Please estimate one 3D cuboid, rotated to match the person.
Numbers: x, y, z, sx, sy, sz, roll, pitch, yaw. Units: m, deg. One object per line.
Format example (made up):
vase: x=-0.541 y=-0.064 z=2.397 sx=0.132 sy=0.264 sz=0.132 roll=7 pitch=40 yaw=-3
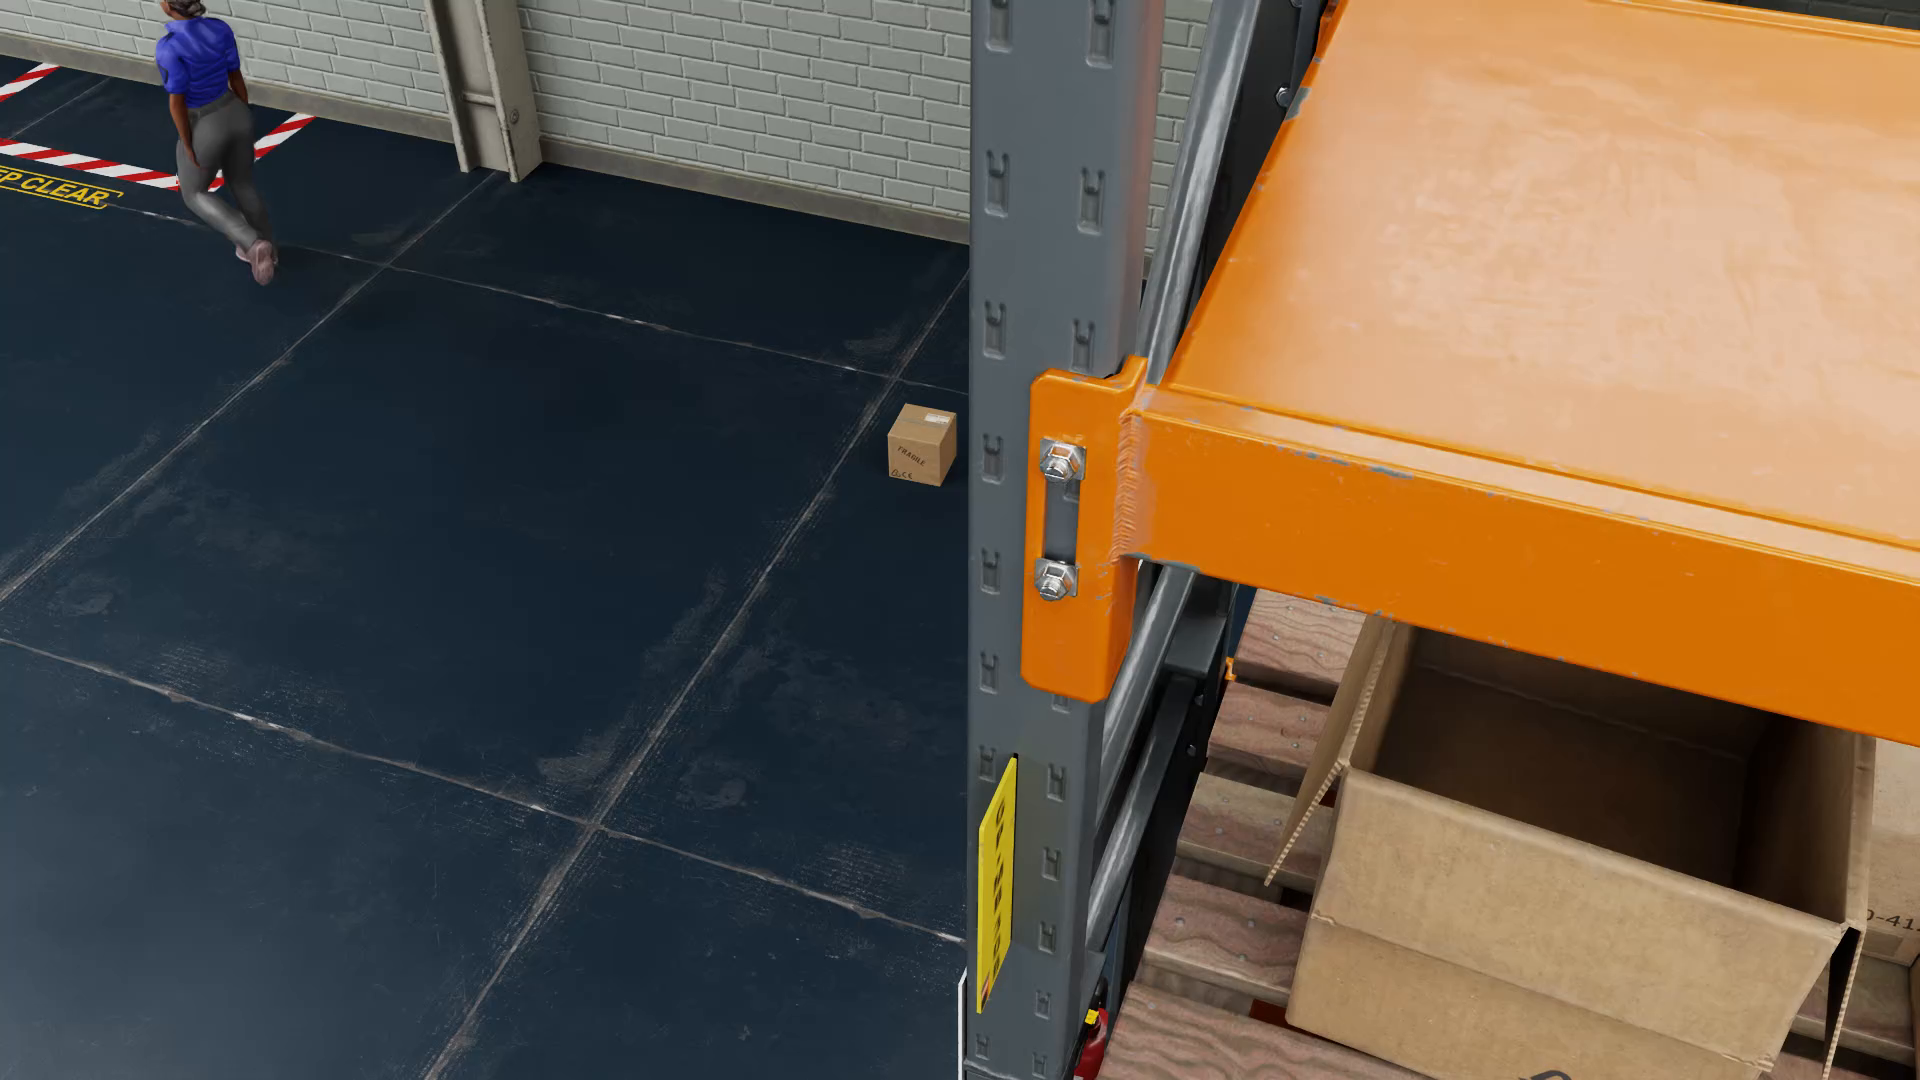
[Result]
person: x=-3.780 y=-2.110 z=8.446 sx=0.446 sy=1.575 sz=0.439 roll=22 pitch=46 yaw=23
